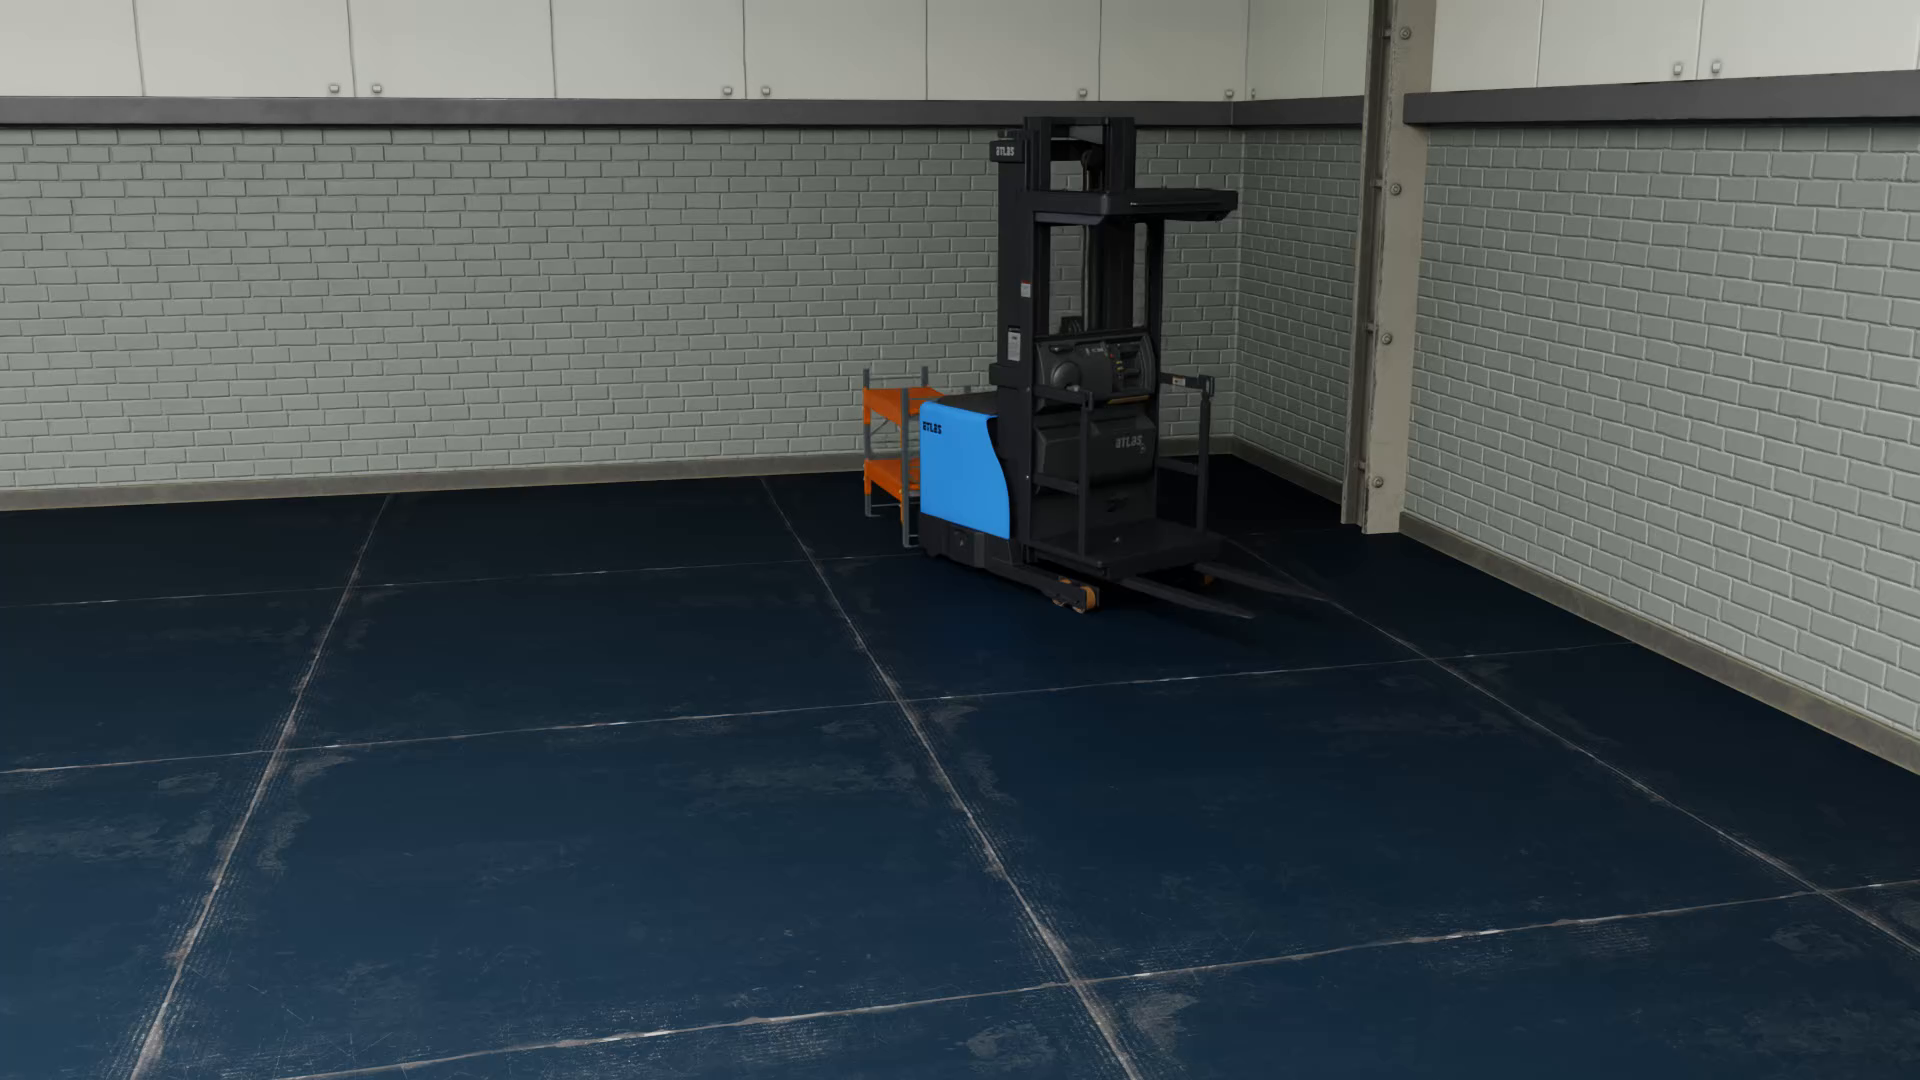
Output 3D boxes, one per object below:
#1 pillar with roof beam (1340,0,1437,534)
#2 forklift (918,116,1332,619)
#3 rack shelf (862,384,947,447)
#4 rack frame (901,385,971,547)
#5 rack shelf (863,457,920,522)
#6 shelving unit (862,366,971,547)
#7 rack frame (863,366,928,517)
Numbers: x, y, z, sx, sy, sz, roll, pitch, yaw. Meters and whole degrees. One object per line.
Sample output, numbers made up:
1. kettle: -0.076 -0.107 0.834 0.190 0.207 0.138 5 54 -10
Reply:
1. pillar with roof beam: -1.136 -4.229 10.274 9.100 9.000 0.400 -3 14 -13
2. forklift: 0.986 -1.111 10.298 1.130 2.935 3.031 -10 17 -35
3. rack shelf: -0.324 -0.915 12.069 0.538 0.278 1.000 -4 14 -18
4. rack frame: -0.165 -0.516 11.669 0.500 1.125 0.032 -4 14 -18
5. rack shelf: -0.324 -0.393 12.196 0.538 0.278 1.000 -4 14 -18
6. shelving unit: -0.324 -0.631 12.138 0.538 1.125 1.048 -4 14 -18
7. rack frame: -0.483 -0.745 12.607 0.500 1.125 0.032 -4 14 -18
